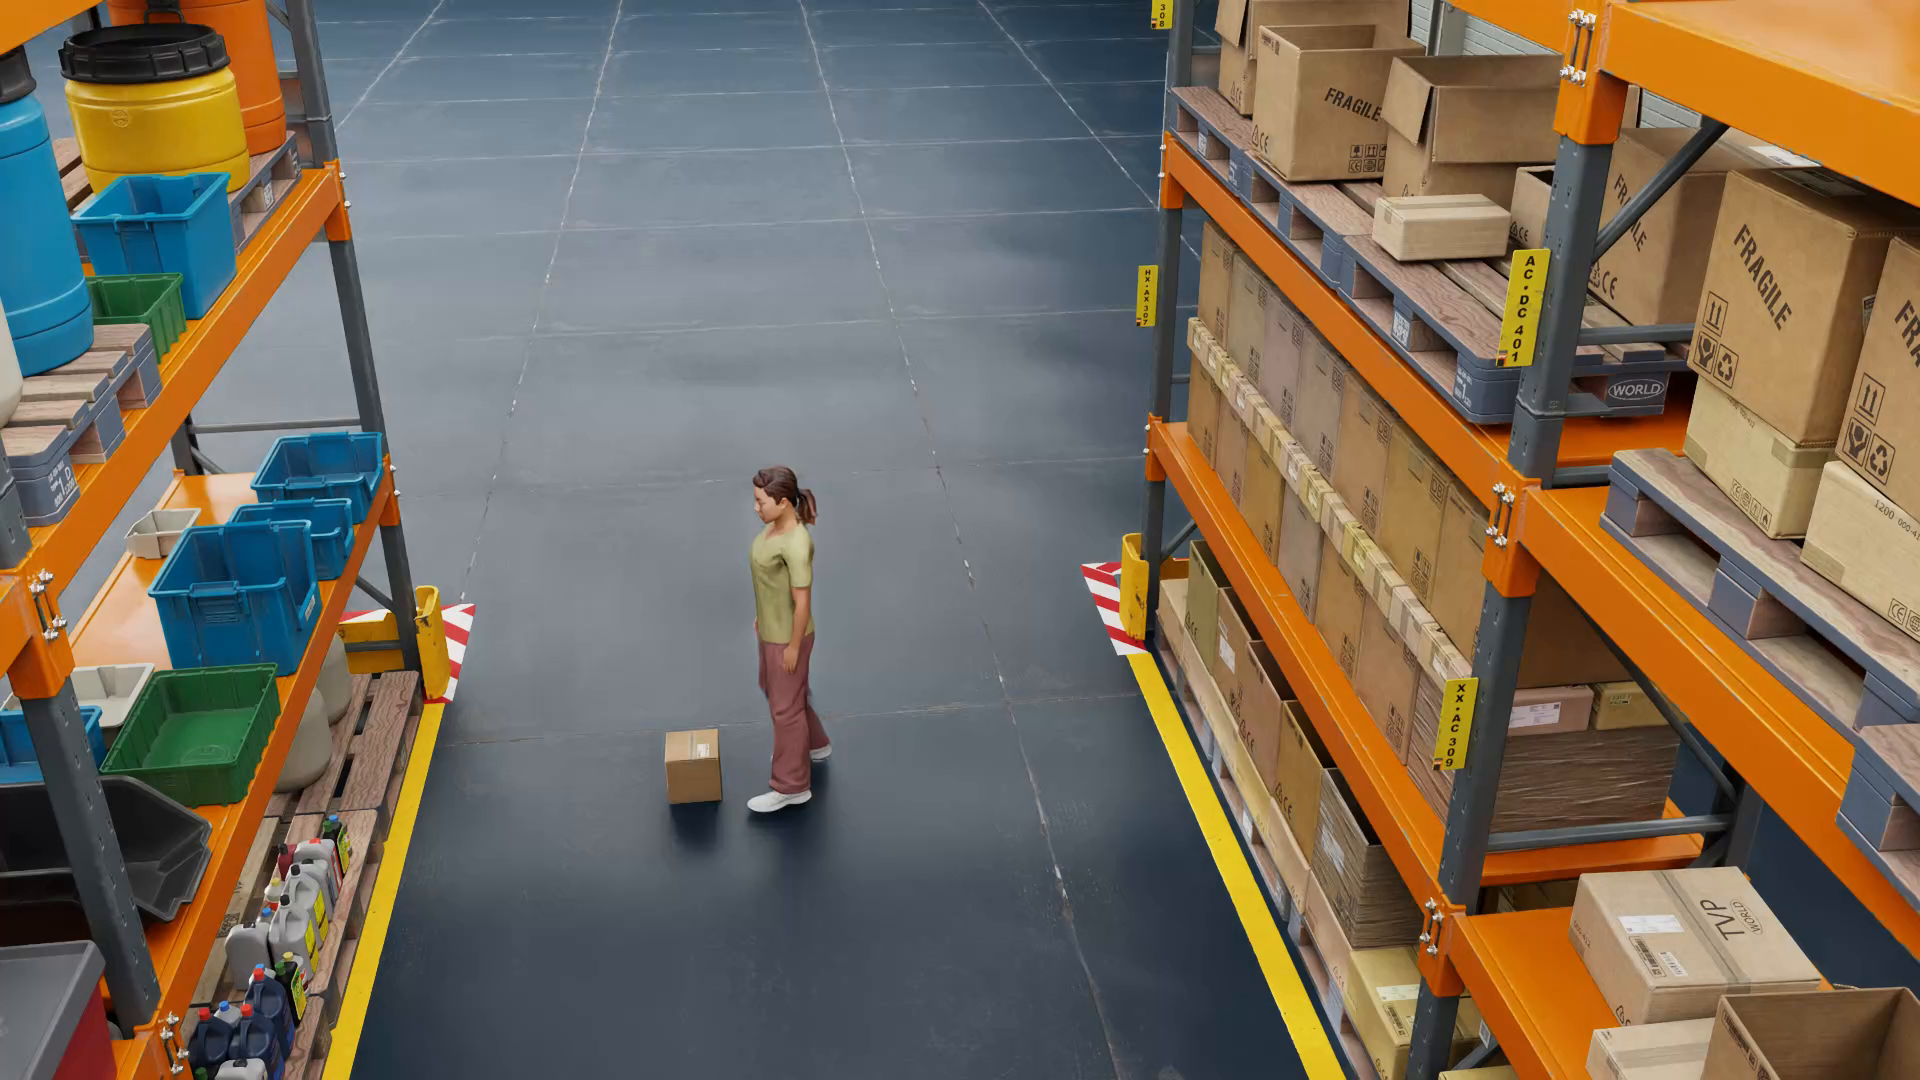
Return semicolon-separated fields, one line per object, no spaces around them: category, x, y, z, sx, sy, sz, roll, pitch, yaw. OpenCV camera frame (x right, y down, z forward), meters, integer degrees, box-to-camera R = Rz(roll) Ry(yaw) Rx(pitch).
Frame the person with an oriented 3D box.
person;-0.831;0.436;7.759;0.470;1.690;0.474;-7;28;-13
